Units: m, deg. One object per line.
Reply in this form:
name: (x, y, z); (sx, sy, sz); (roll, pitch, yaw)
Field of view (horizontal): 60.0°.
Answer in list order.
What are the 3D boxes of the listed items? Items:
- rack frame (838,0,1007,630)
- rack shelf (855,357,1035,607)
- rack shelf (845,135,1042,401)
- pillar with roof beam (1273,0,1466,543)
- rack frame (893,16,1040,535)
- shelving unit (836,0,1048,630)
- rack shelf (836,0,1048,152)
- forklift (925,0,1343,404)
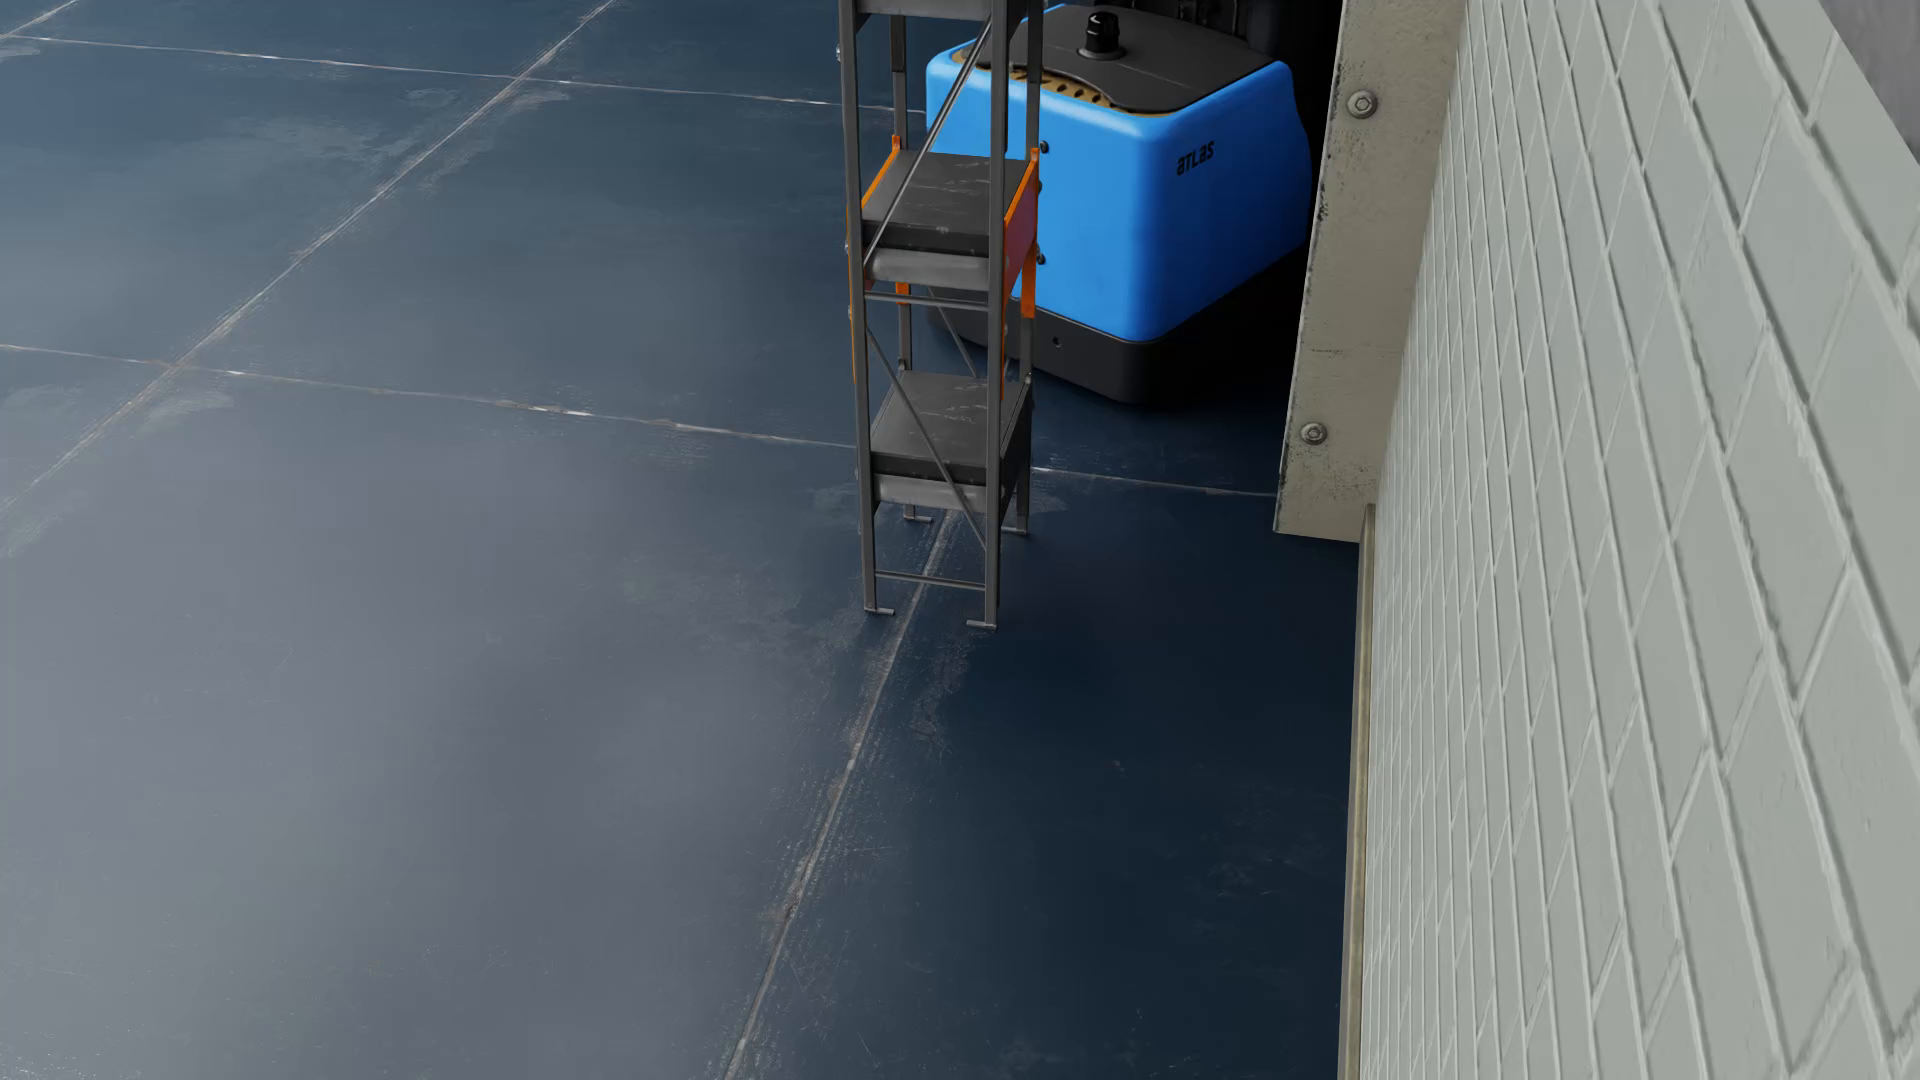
rack frame: (-0.087, -0.615, 4.310); (0.400, 2.100, 0.015); (7, 37, 10)
rack shelf: (-0.035, -0.177, 4.922); (0.431, 0.518, 0.480); (7, 37, 10)
rack shelf: (-0.035, -0.744, 4.511); (0.431, 0.518, 0.480); (7, 37, 10)
pillar with roof beam: (-3.018, -4.303, 3.520); (9.100, 9.000, 0.400); (7, 37, 10)
rack frame: (0.017, -0.895, 4.696); (0.400, 2.100, 0.015); (7, 37, 10)
shelving unit: (-0.035, -0.755, 4.503); (0.431, 2.100, 0.503); (7, 37, 10)
rack shelf: (-0.035, -1.311, 4.100); (0.431, 0.518, 0.480); (7, 37, 10)
forklift: (1.200, -2.452, 6.136); (1.130, 2.935, 3.031); (26, 43, 31)
